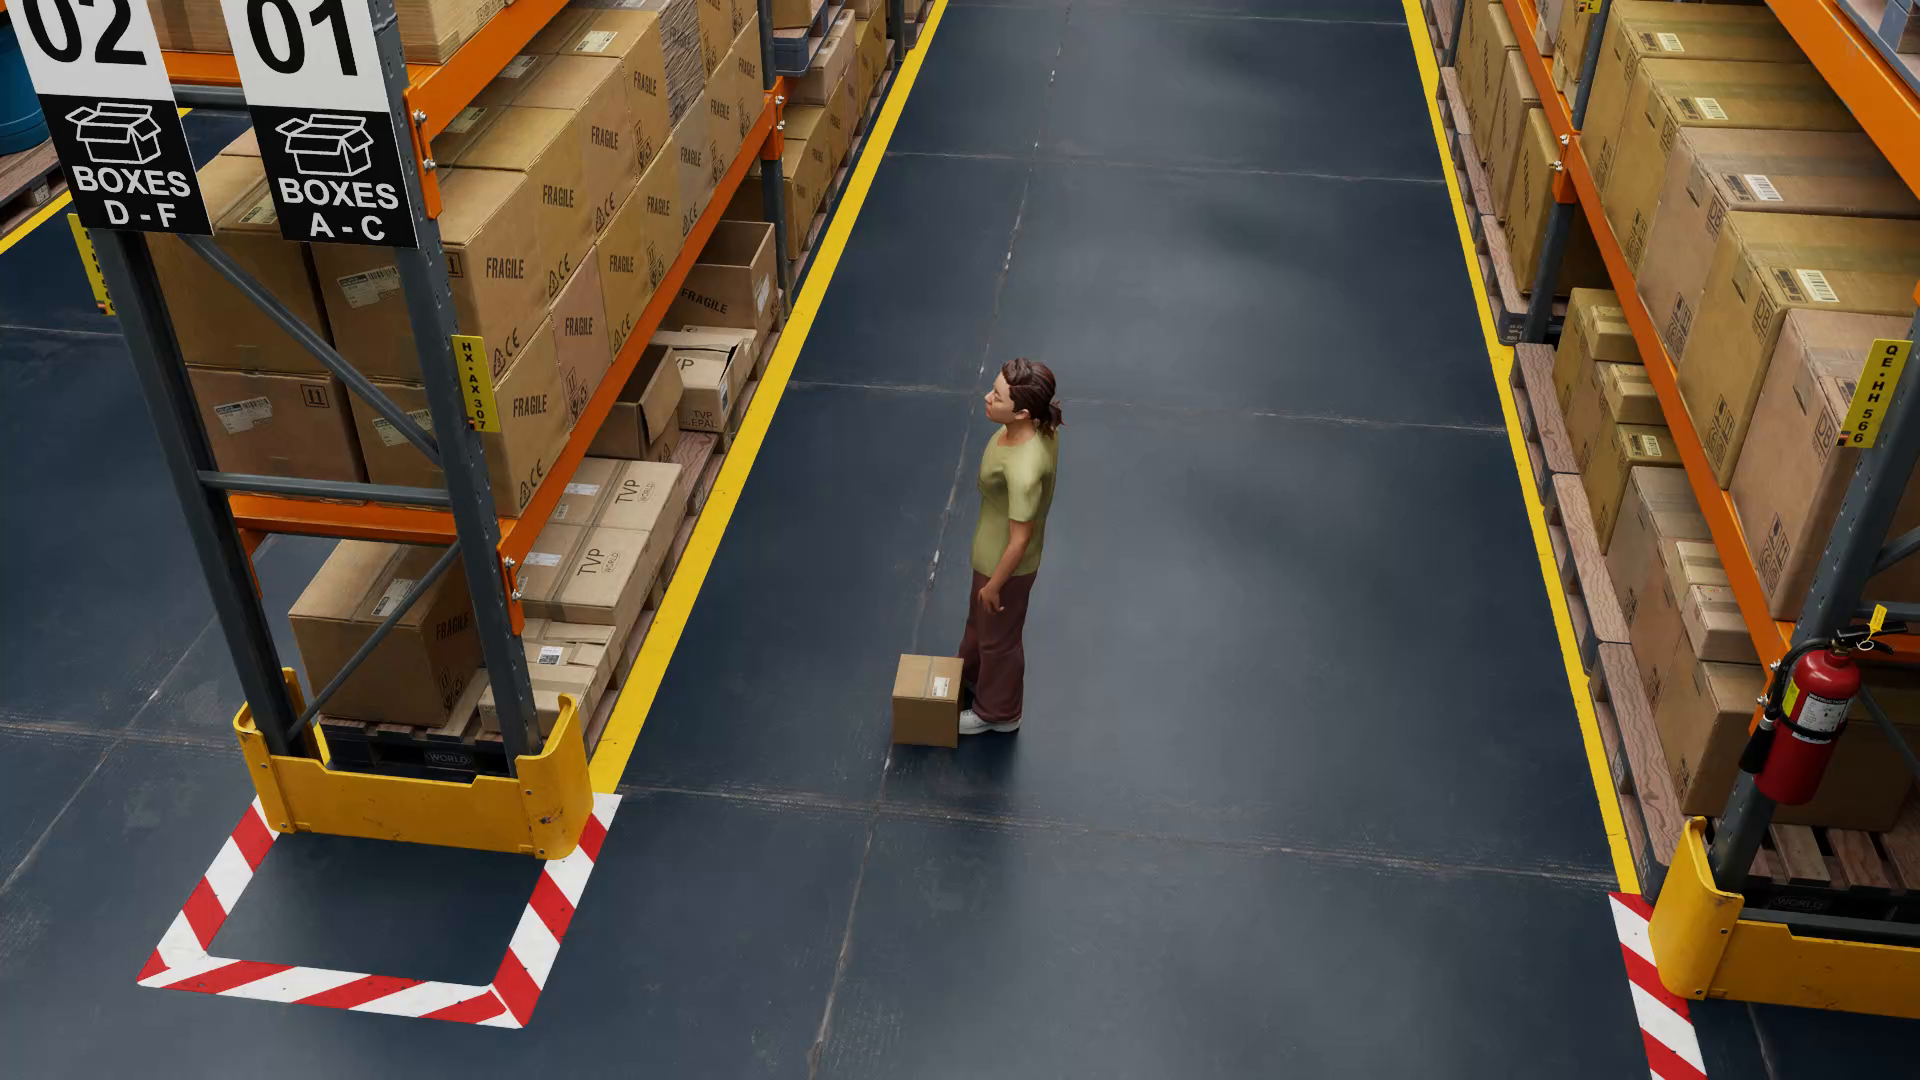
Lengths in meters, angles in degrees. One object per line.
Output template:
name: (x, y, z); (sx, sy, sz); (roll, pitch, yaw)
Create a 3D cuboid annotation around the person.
person: (0.098, 0.046, 6.072); (0.549, 1.676, 0.555); (4, 36, 6)
